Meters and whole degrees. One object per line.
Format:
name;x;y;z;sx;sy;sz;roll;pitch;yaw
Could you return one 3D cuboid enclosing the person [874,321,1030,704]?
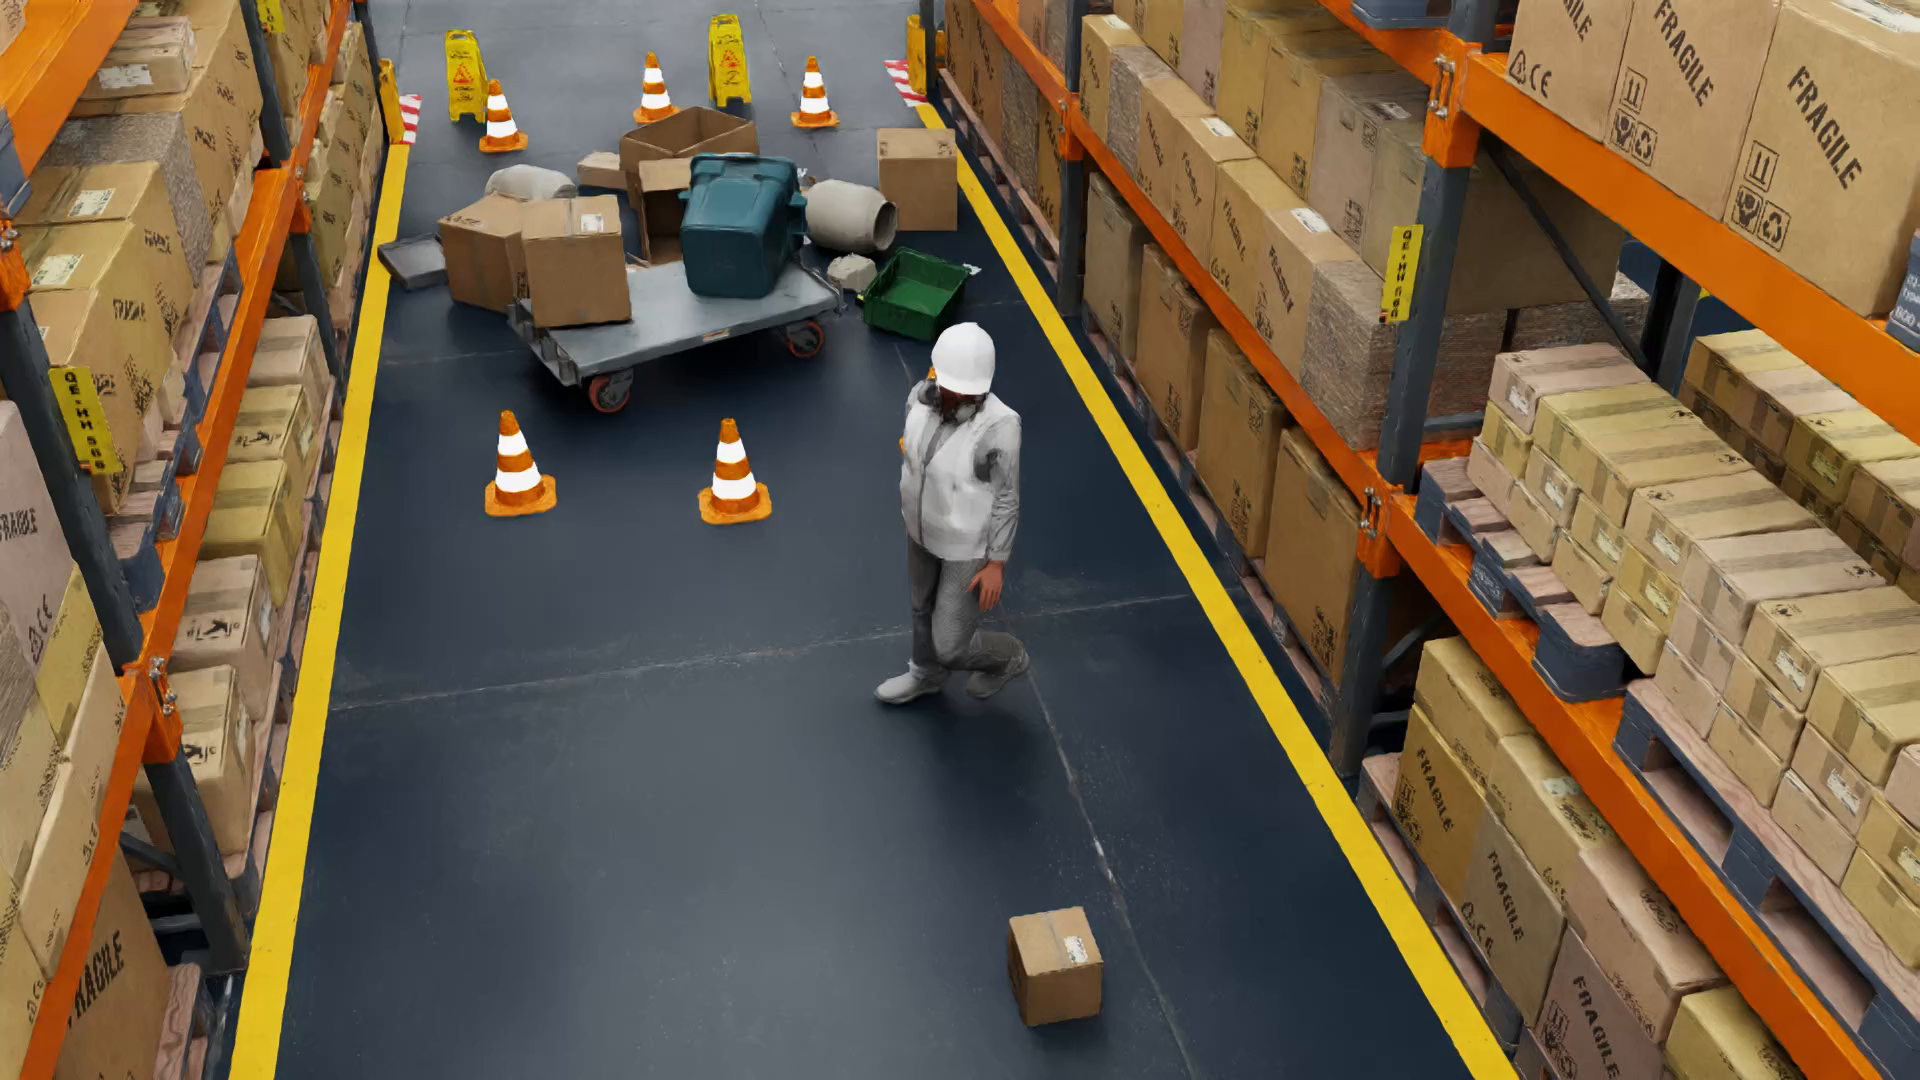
person;0.009;-0.046;6.177;0.495;1.760;0.603;-26;42;-33
